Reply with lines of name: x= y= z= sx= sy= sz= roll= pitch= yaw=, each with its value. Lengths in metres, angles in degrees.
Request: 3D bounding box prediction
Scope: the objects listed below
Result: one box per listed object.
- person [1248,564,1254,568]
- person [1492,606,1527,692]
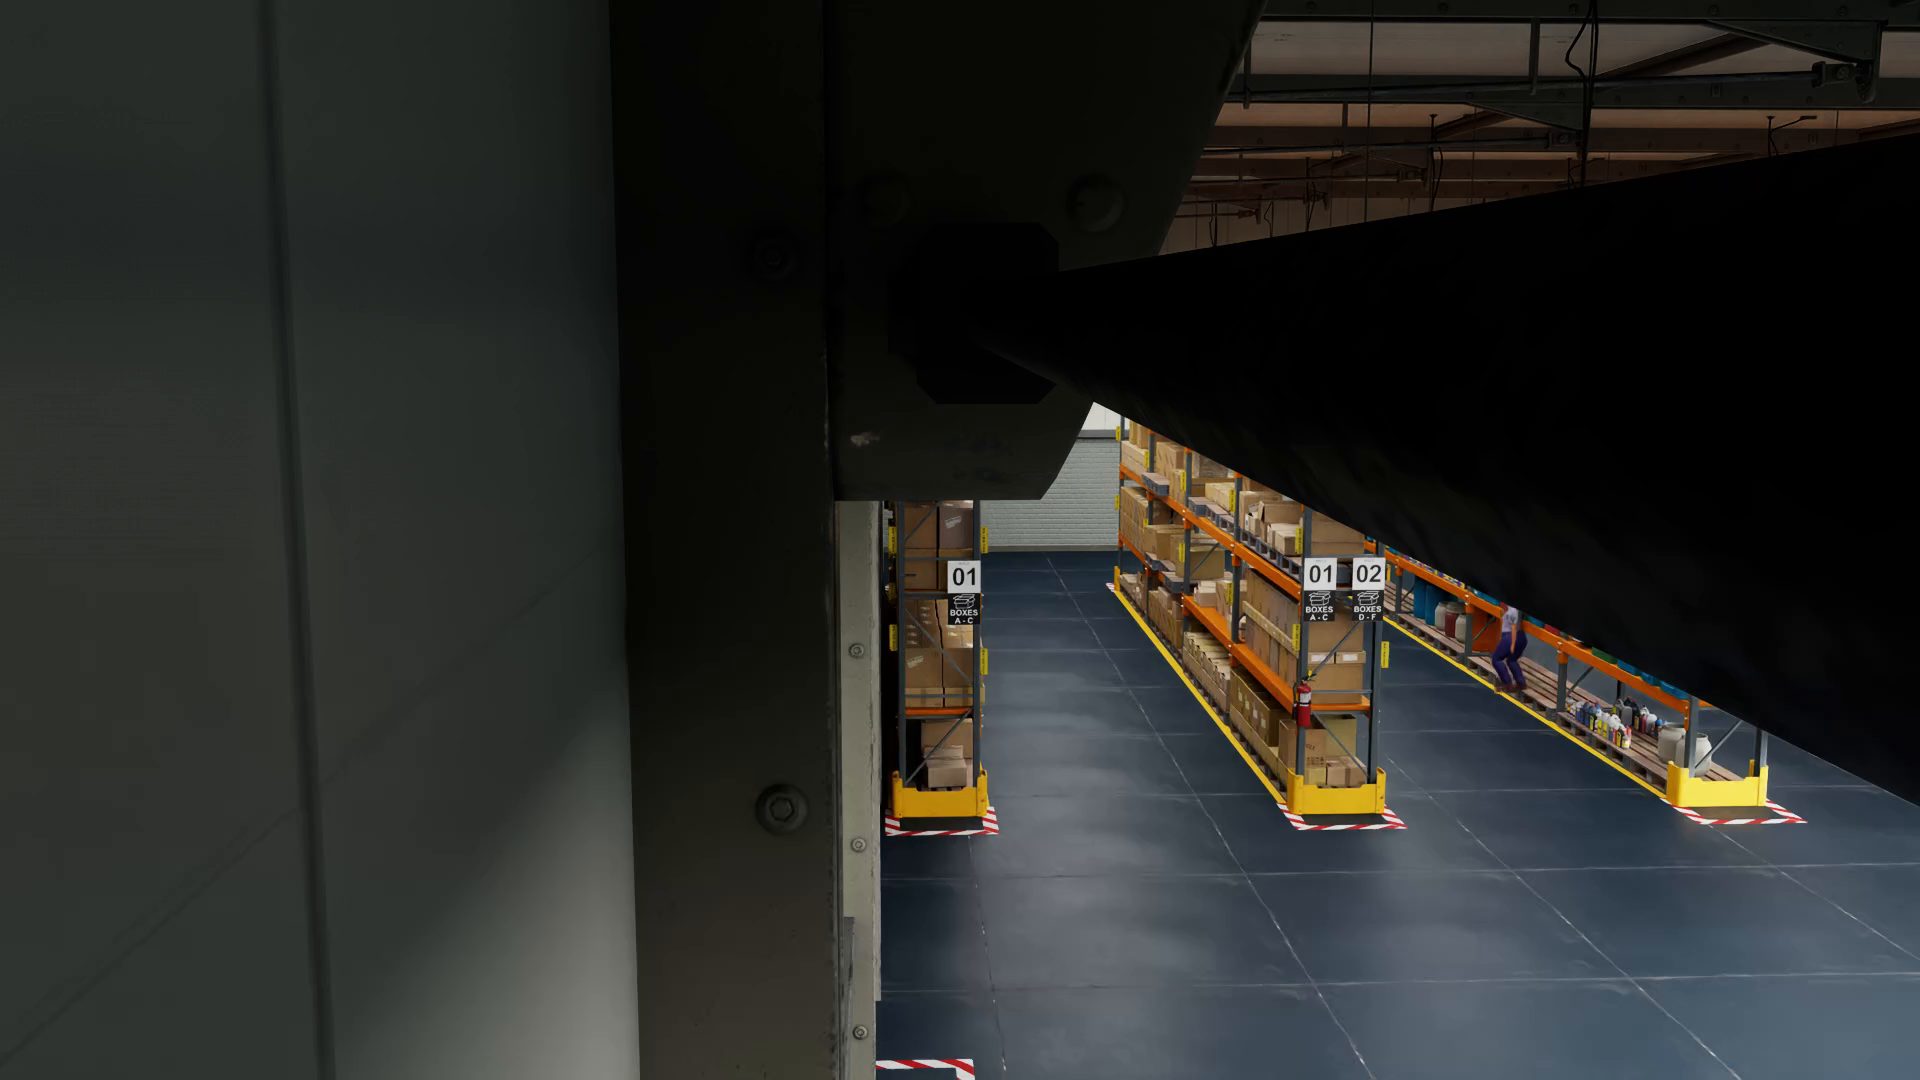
person: x=5.805 y=0.912 z=32.072 sx=0.492 sy=1.605 sz=1.034 roll=-1 pitch=8 yaw=-5
person: x=8.767 y=1.613 z=26.337 sx=0.510 sy=1.620 sz=0.521 roll=-6 pitch=10 yaw=-37
